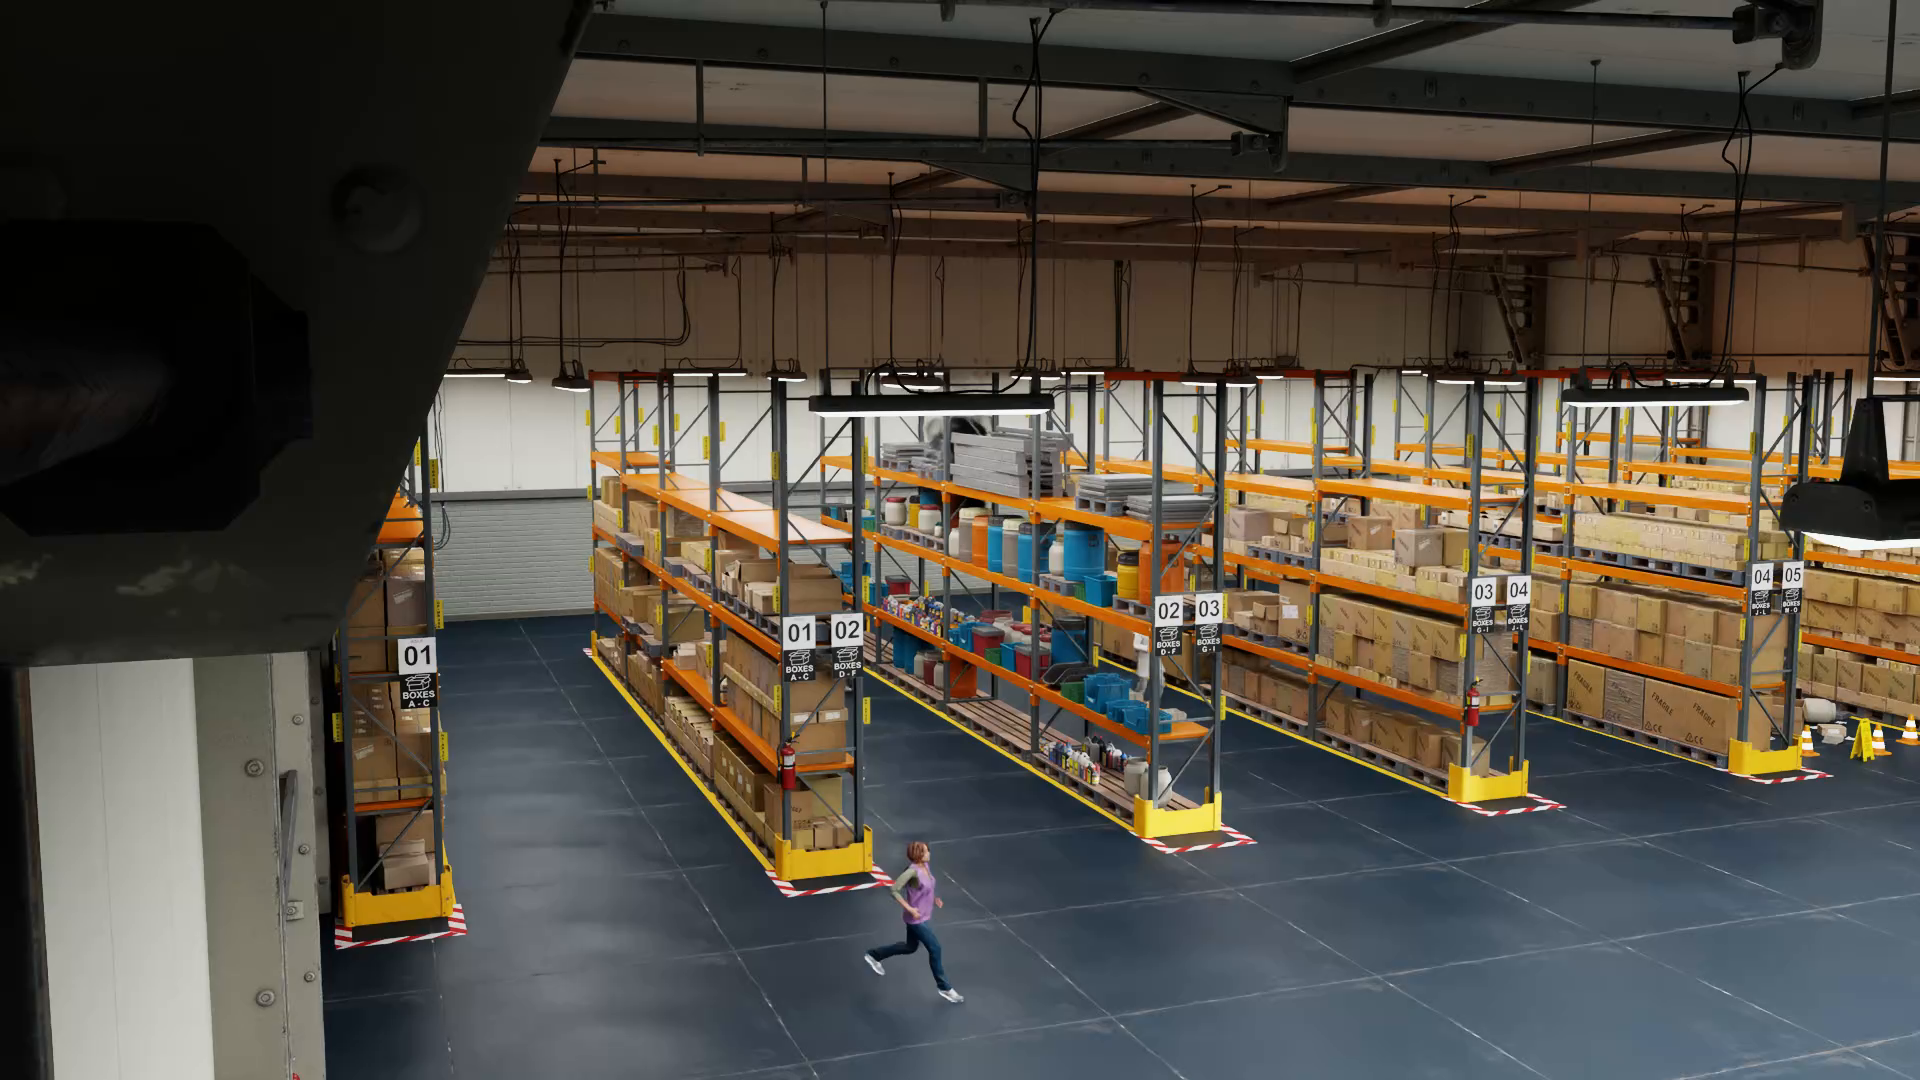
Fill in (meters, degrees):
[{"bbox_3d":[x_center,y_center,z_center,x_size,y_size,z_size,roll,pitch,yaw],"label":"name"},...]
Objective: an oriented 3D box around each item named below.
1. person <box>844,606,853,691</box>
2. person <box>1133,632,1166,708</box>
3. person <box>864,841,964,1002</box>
[{"bbox_3d":[-2.034,2.069,30.845,0.546,1.725,0.759,-2,7,-19],"label":"person"},{"bbox_3d":[3.325,2.187,29.355,0.689,1.827,0.833,-3,7,-28],"label":"person"},{"bbox_3d":[-0.441,3.733,16.382,0.988,1.593,0.509,1,6,9],"label":"person"}]
